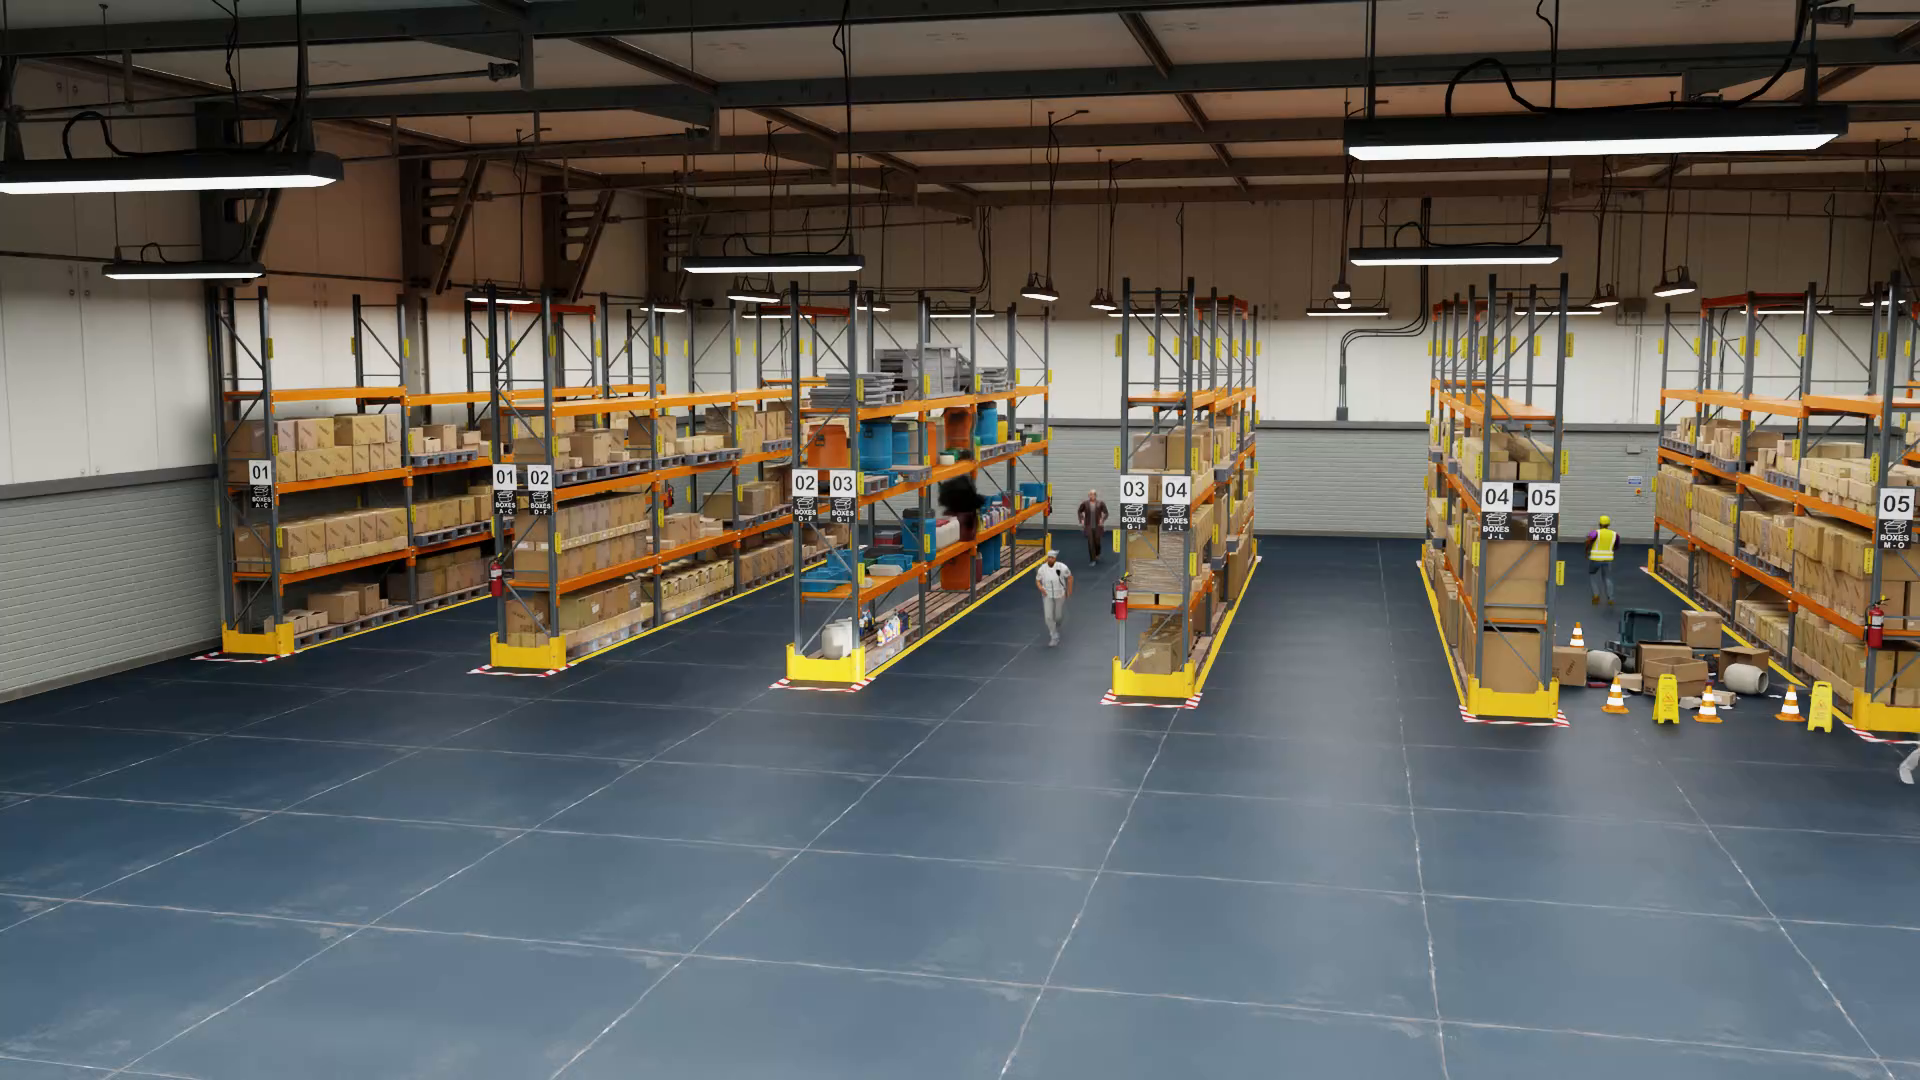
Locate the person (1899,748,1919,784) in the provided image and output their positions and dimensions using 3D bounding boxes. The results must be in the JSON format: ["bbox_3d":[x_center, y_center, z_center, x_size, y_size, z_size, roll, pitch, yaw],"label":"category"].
[{"bbox_3d":[10.997,2.112,18.633,0.568,1.623,0.932,-2,7,-17],"label":"person"}]

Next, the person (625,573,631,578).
[{"bbox_3d":[-6.757,0.369,33.698,0.517,1.541,0.528,1,7,8],"label":"person"}]

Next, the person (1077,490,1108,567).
[{"bbox_3d":[3.071,-0.289,38.547,0.729,1.763,0.788,1,7,5],"label":"person"}]

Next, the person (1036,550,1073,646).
[{"bbox_3d":[1.609,0.969,28.368,0.637,1.631,0.669,1,7,9],"label":"person"}]

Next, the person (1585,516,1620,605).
[{"bbox_3d":[12.449,0.424,32.293,0.708,1.795,0.877,1,7,7],"label":"person"}]
